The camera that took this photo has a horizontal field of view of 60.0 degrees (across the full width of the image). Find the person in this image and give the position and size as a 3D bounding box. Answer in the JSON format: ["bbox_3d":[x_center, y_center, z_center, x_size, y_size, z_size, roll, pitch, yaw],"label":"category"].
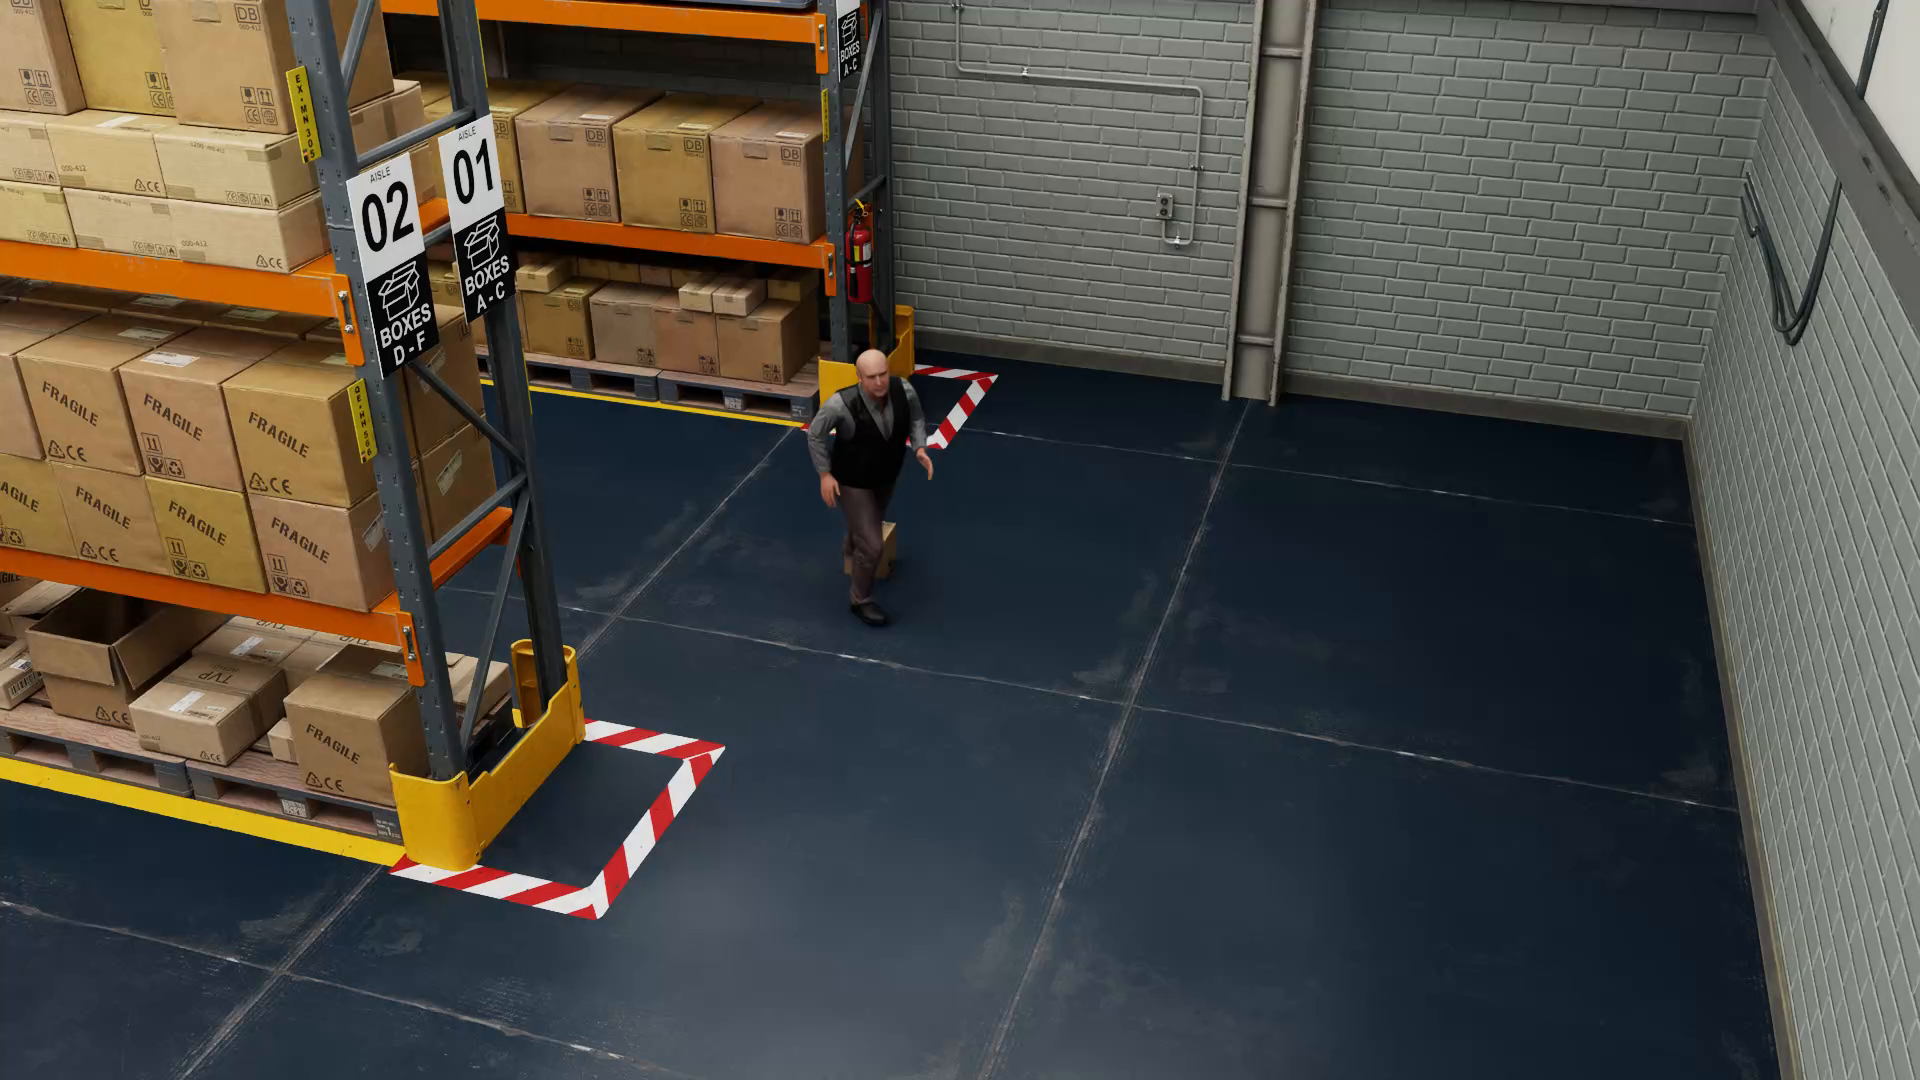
[{"bbox_3d":[-0.485,-0.352,9.240,0.866,1.656,0.682,26,38,38],"label":"person"}]
